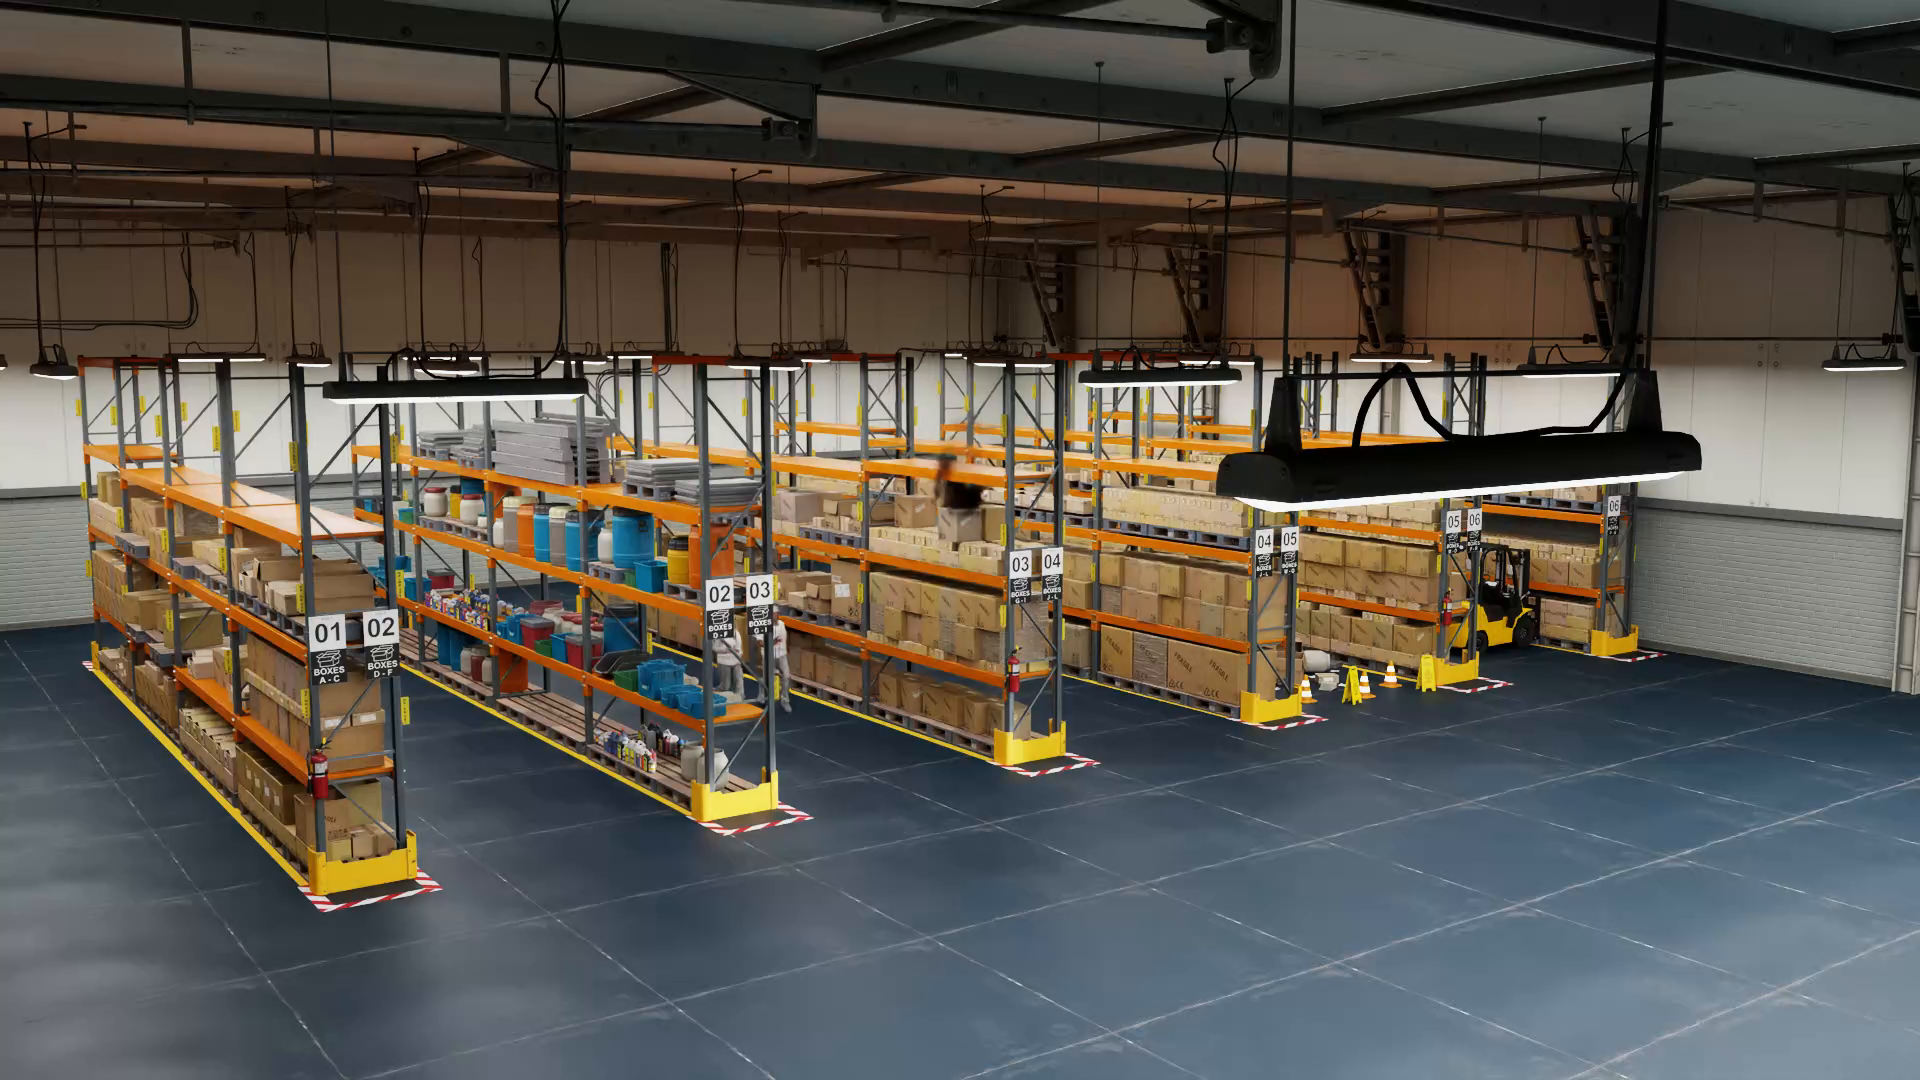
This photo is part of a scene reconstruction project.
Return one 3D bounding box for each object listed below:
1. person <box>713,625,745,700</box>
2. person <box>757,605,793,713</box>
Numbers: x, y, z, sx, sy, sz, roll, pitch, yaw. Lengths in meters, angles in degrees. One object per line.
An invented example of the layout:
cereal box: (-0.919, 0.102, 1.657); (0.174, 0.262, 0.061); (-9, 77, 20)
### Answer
person: (-3.846, 2.050, 27.818); (0.990, 1.744, 0.663); (6, 9, 39)
person: (-3.176, 2.009, 28.394); (0.677, 1.821, 0.807); (-5, 8, -35)
